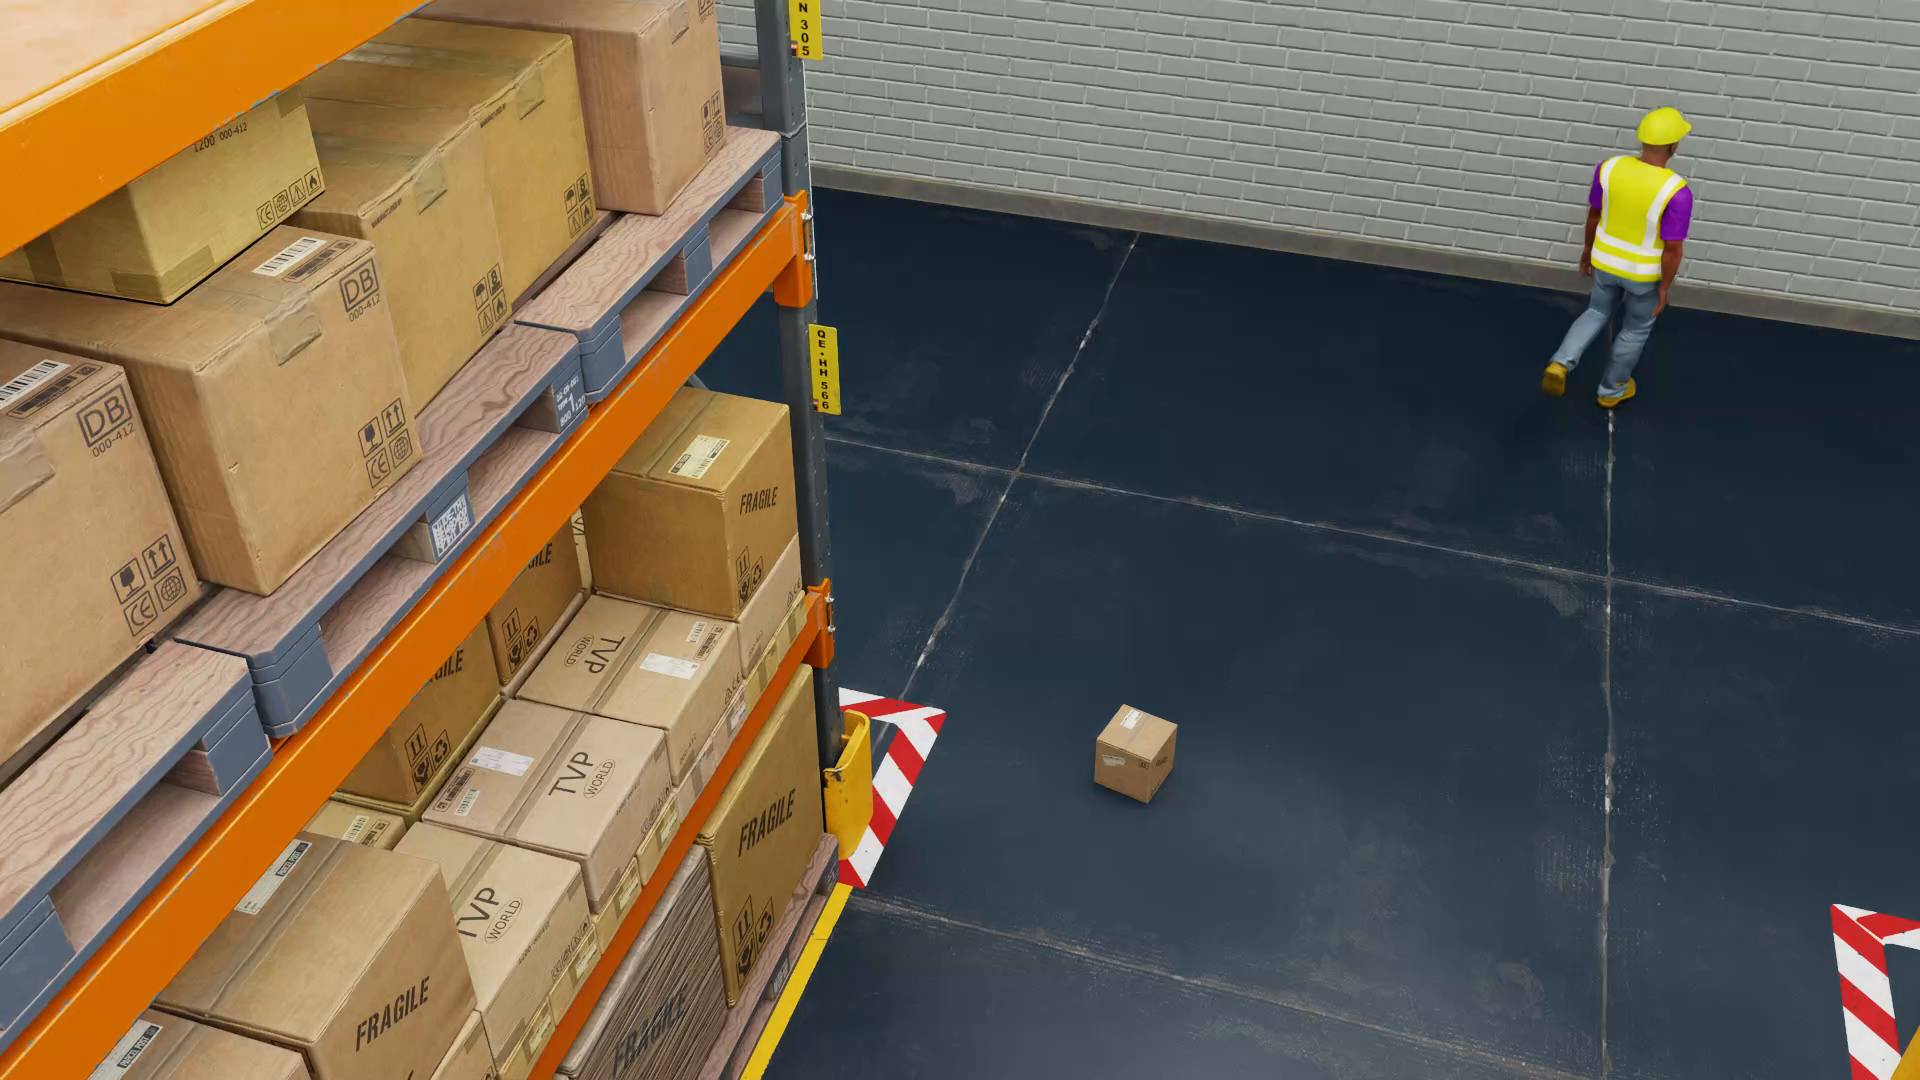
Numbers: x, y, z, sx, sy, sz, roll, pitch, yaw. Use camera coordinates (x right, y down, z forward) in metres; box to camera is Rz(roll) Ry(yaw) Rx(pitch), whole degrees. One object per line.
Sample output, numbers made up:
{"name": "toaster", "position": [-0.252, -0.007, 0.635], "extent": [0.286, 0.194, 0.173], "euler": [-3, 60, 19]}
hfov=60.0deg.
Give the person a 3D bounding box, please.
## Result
{"name": "person", "position": [3.529, -1.450, 8.790], "extent": [0.702, 1.749, 0.577], "euler": [-27, 45, -32]}
